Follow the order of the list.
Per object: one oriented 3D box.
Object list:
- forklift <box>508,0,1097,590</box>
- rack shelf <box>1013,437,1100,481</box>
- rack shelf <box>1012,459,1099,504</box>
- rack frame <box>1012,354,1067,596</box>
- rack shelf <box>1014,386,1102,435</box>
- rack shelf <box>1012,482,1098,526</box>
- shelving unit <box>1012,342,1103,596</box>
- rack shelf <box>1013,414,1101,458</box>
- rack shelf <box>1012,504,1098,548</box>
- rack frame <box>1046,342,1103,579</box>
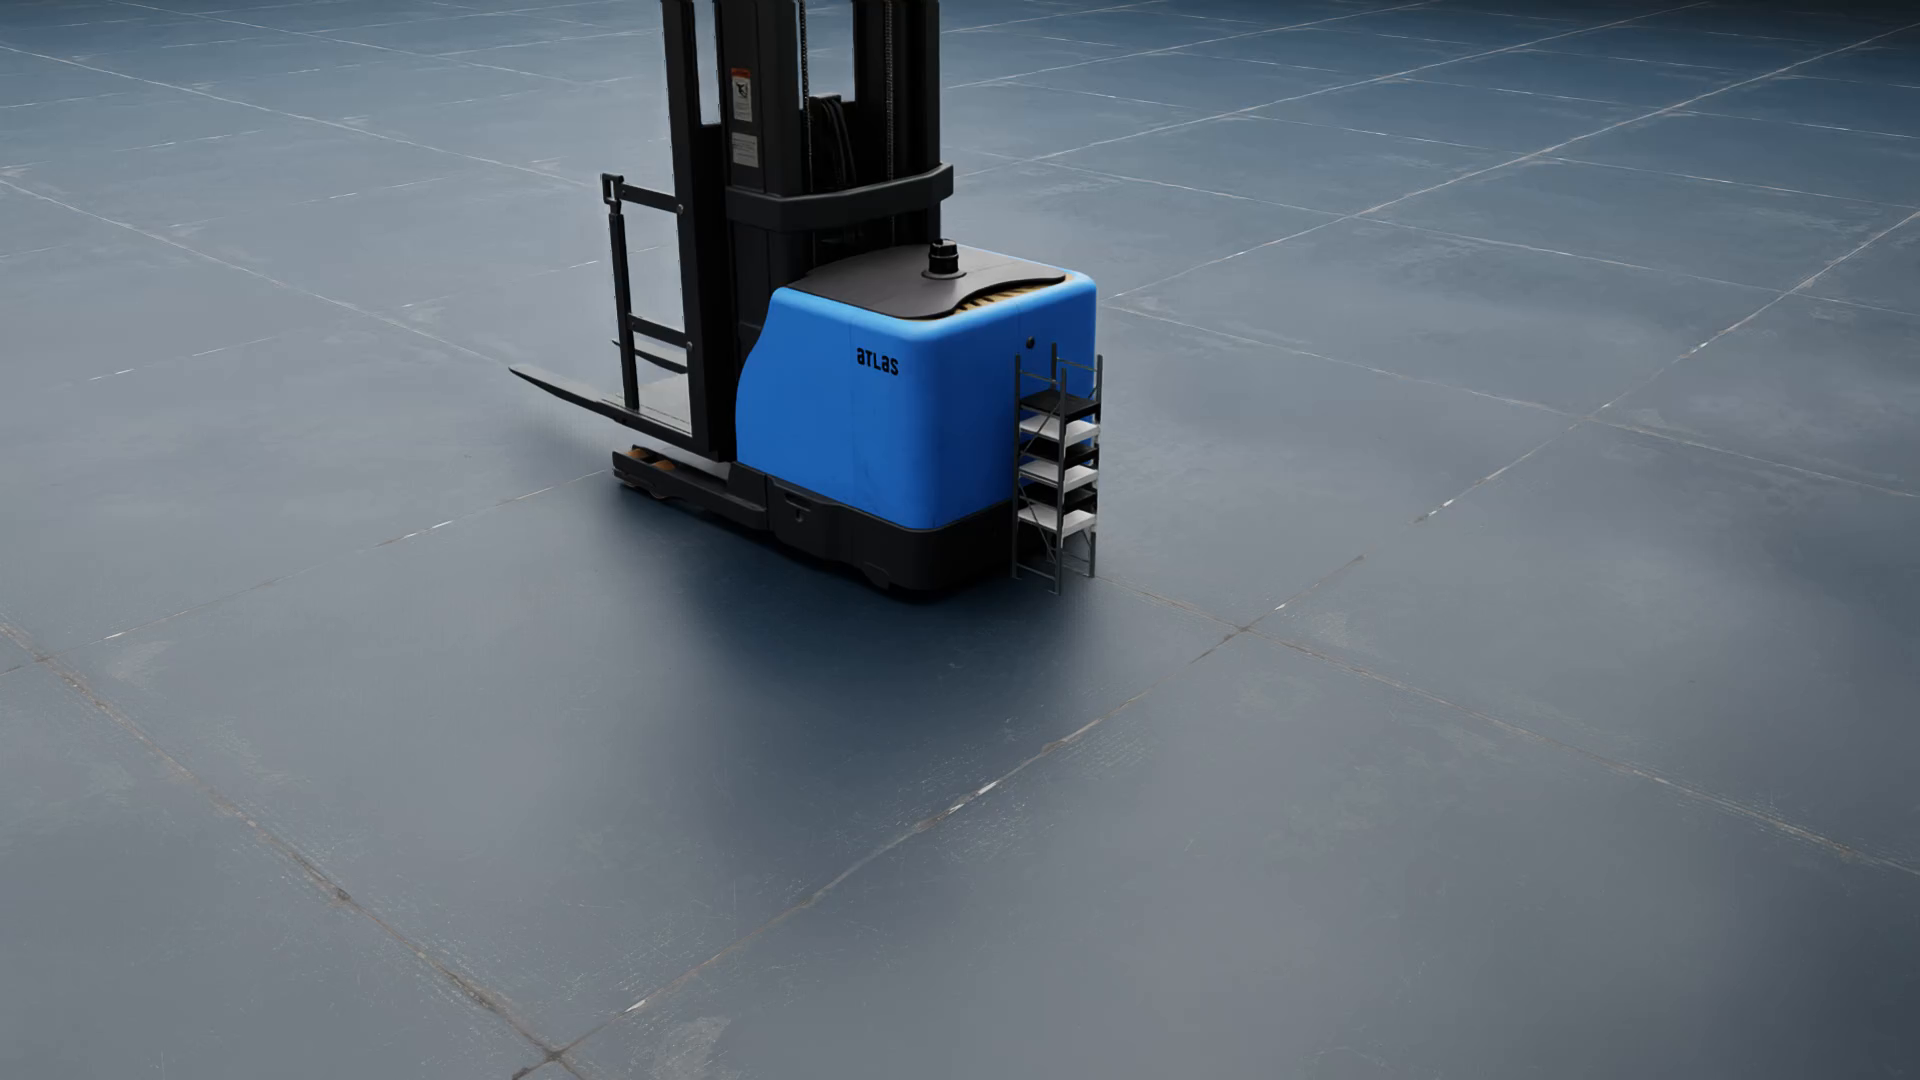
[{"bbox_3d":[-0.872,-1.648,6.843,3.031,2.935,1.130,21,32,39],"label":"forklift"},{"bbox_3d":[0.360,-0.316,6.215,0.258,0.077,0.200,21,32,39],"label":"rack shelf"},{"bbox_3d":[0.360,-0.234,6.252,0.258,0.077,0.200,21,32,39],"label":"rack shelf"},{"bbox_3d":[0.290,-0.234,6.171,0.240,0.900,0.006,21,32,39],"label":"rack frame"},{"bbox_3d":[0.360,-0.480,6.141,0.258,0.077,0.200,21,32,39],"label":"rack shelf"},{"bbox_3d":[0.359,-0.151,6.289,0.258,0.077,0.200,21,32,39],"label":"rack shelf"},{"bbox_3d":[0.360,-0.264,6.238,0.258,0.900,0.210,21,32,39],"label":"shelving unit"},{"bbox_3d":[0.360,-0.398,6.178,0.258,0.077,0.200,21,32,39],"label":"rack shelf"},{"bbox_3d":[0.359,-0.069,6.326,0.258,0.077,0.200,21,32,39],"label":"rack shelf"},{"bbox_3d":[0.430,-0.294,6.305,0.240,0.900,0.006,21,32,39],"label":"rack frame"}]
